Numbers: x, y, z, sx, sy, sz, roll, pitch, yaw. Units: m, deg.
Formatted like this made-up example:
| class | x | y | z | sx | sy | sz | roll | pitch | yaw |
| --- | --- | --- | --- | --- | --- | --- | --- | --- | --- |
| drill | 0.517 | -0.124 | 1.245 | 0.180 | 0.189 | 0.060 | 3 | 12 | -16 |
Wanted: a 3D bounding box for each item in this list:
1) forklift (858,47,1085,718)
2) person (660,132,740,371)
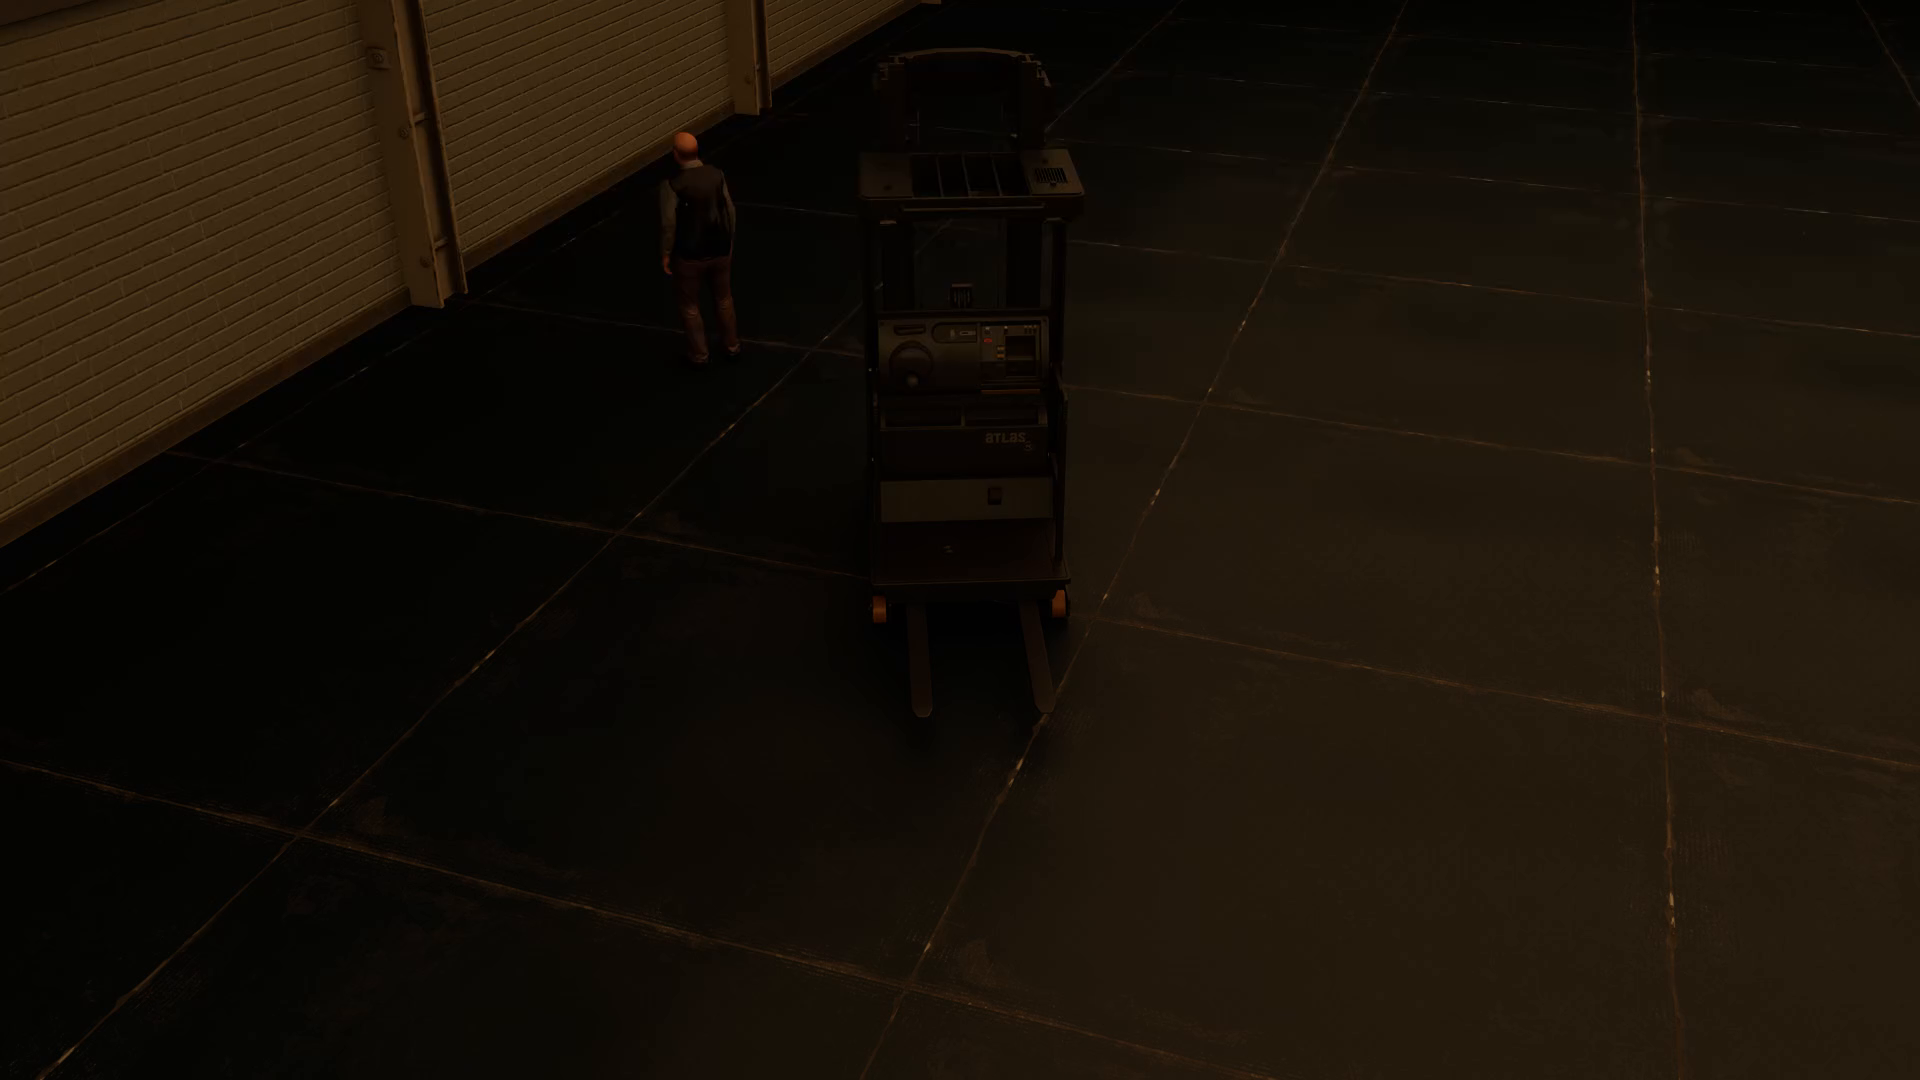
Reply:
| class | x | y | z | sx | sy | sz | roll | pitch | yaw |
| --- | --- | --- | --- | --- | --- | --- | --- | --- | --- |
| forklift | 0.035 | -0.972 | 8.842 | 1.130 | 2.935 | 3.031 | -2 | 30 | -3 |
| person | -1.863 | -2.071 | 11.992 | 0.580 | 1.721 | 0.416 | -18 | 34 | -28 |
